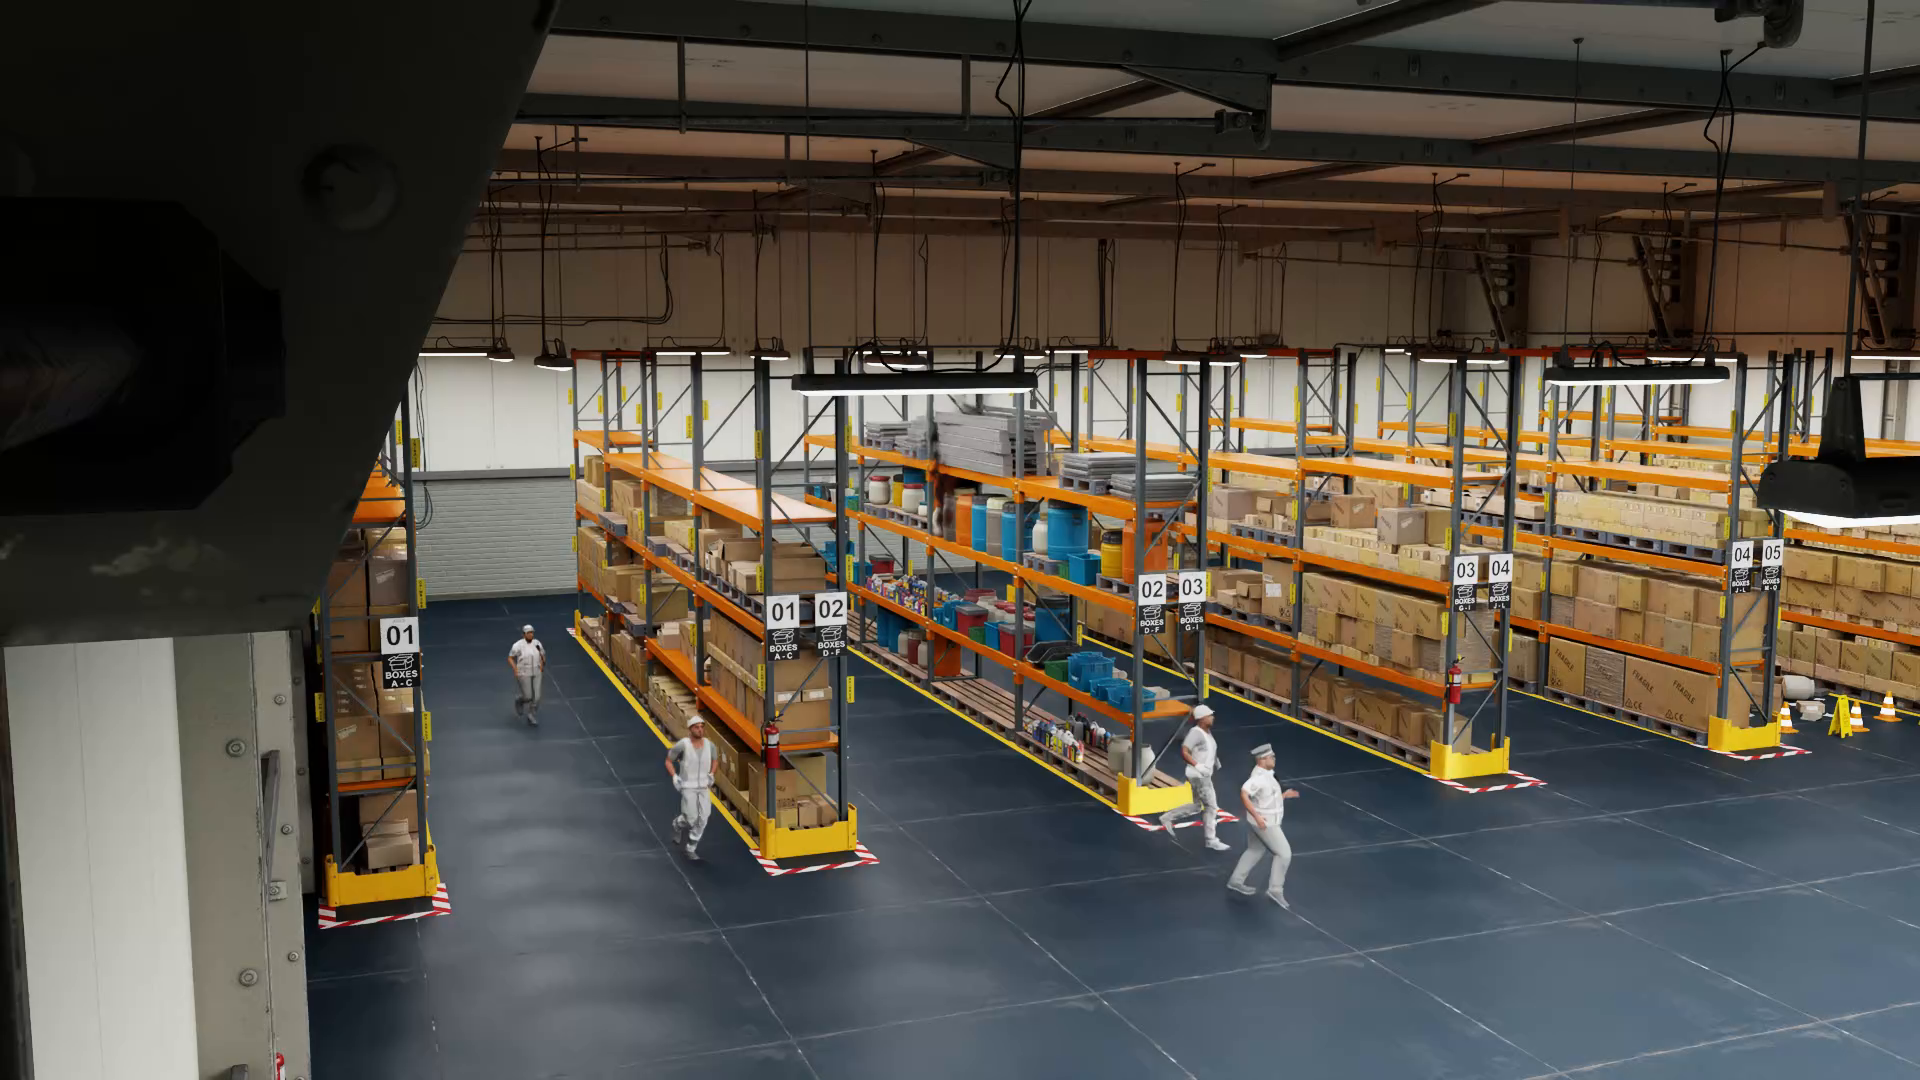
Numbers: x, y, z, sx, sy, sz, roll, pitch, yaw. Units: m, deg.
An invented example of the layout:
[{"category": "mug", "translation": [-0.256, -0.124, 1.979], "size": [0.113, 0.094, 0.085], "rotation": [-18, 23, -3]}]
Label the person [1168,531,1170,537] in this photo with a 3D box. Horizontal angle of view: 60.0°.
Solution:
[{"category": "person", "translation": [5.014, 0.520, 40.743], "size": [0.676, 1.533, 0.650], "rotation": [5, 9, 35]}]

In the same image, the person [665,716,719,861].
[{"category": "person", "translation": [-3.203, 2.985, 20.142], "size": [0.648, 1.731, 0.580], "rotation": [-4, 8, -32]}]

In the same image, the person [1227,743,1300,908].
[{"category": "person", "translation": [3.383, 3.171, 18.501], "size": [0.781, 1.856, 0.637], "rotation": [1, 7, 4]}]

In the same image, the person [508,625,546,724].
[{"category": "person", "translation": [-6.986, 2.181, 27.000], "size": [0.607, 1.614, 0.530], "rotation": [-5, 9, -34]}]

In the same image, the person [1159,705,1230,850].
[{"category": "person", "translation": [2.933, 2.919, 20.637], "size": [0.901, 1.776, 0.721], "rotation": [2, 7, 15]}]
